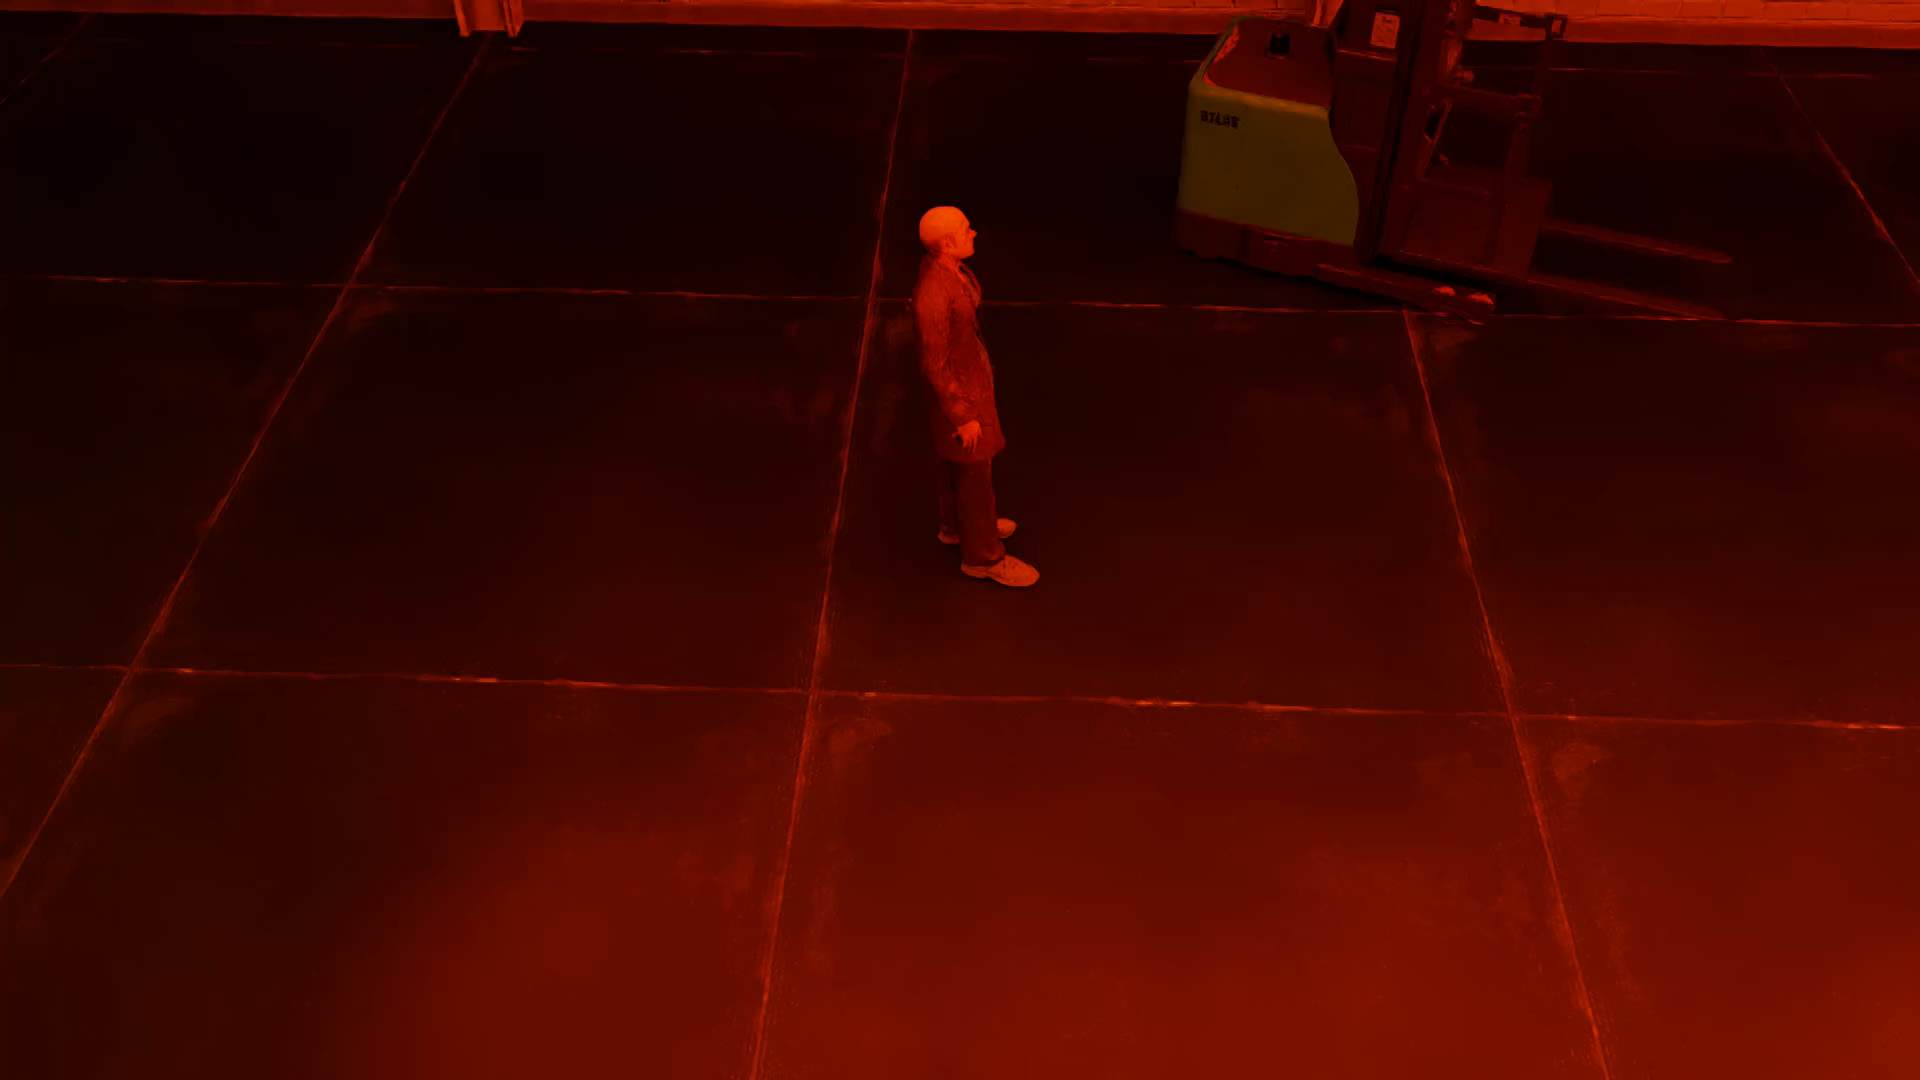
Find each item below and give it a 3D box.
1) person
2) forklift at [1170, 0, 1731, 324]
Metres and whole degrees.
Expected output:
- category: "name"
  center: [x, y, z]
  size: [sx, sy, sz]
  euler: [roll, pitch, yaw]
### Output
- category: "person"
  center: [0.091, -0.656, 7.305]
  size: [0.580, 1.776, 0.694]
  euler: [2, 42, 2]
- category: "forklift"
  center: [2.800, -2.689, 8.688]
  size: [3.031, 2.935, 1.130]
  euler: [16, 45, 16]
